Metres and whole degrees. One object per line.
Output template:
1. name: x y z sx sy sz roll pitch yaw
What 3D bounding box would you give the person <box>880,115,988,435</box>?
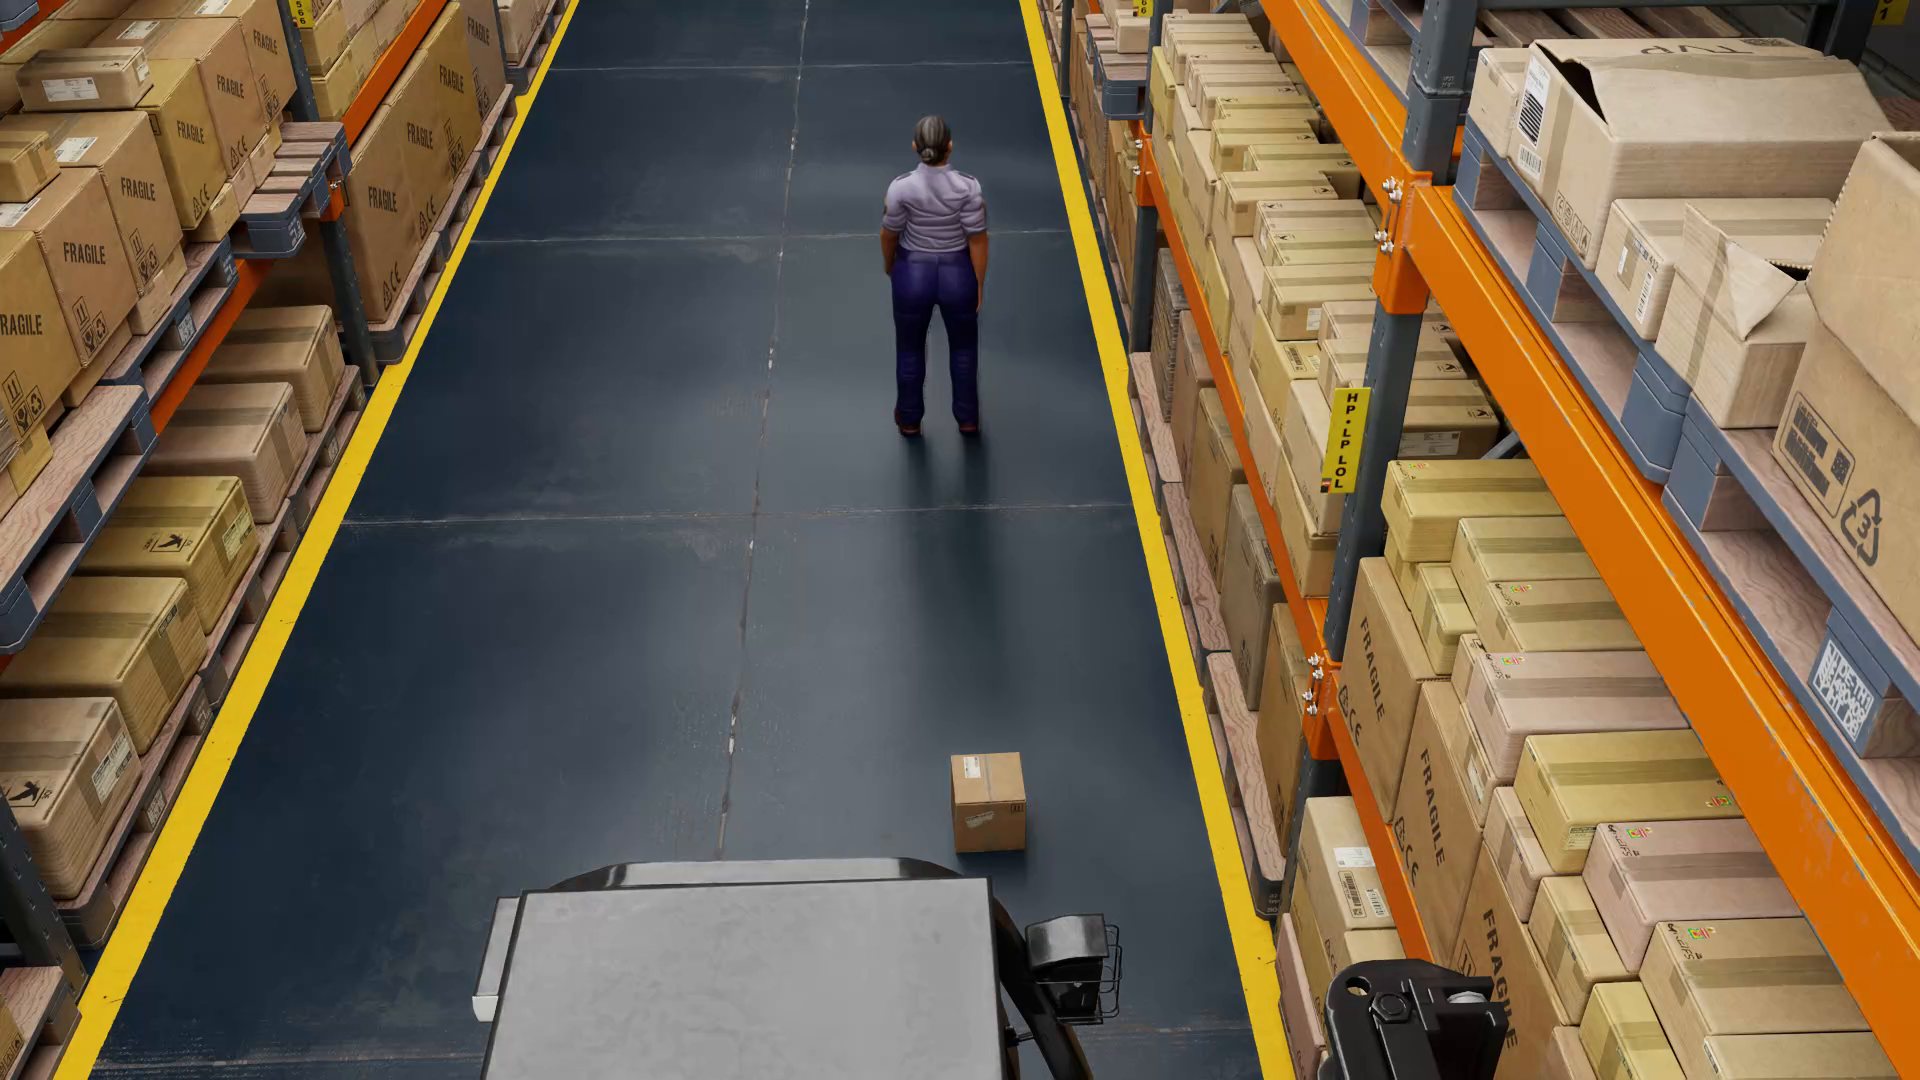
1. person: -0.125 -1.226 7.867 0.493 1.672 0.437 -3 36 -4
